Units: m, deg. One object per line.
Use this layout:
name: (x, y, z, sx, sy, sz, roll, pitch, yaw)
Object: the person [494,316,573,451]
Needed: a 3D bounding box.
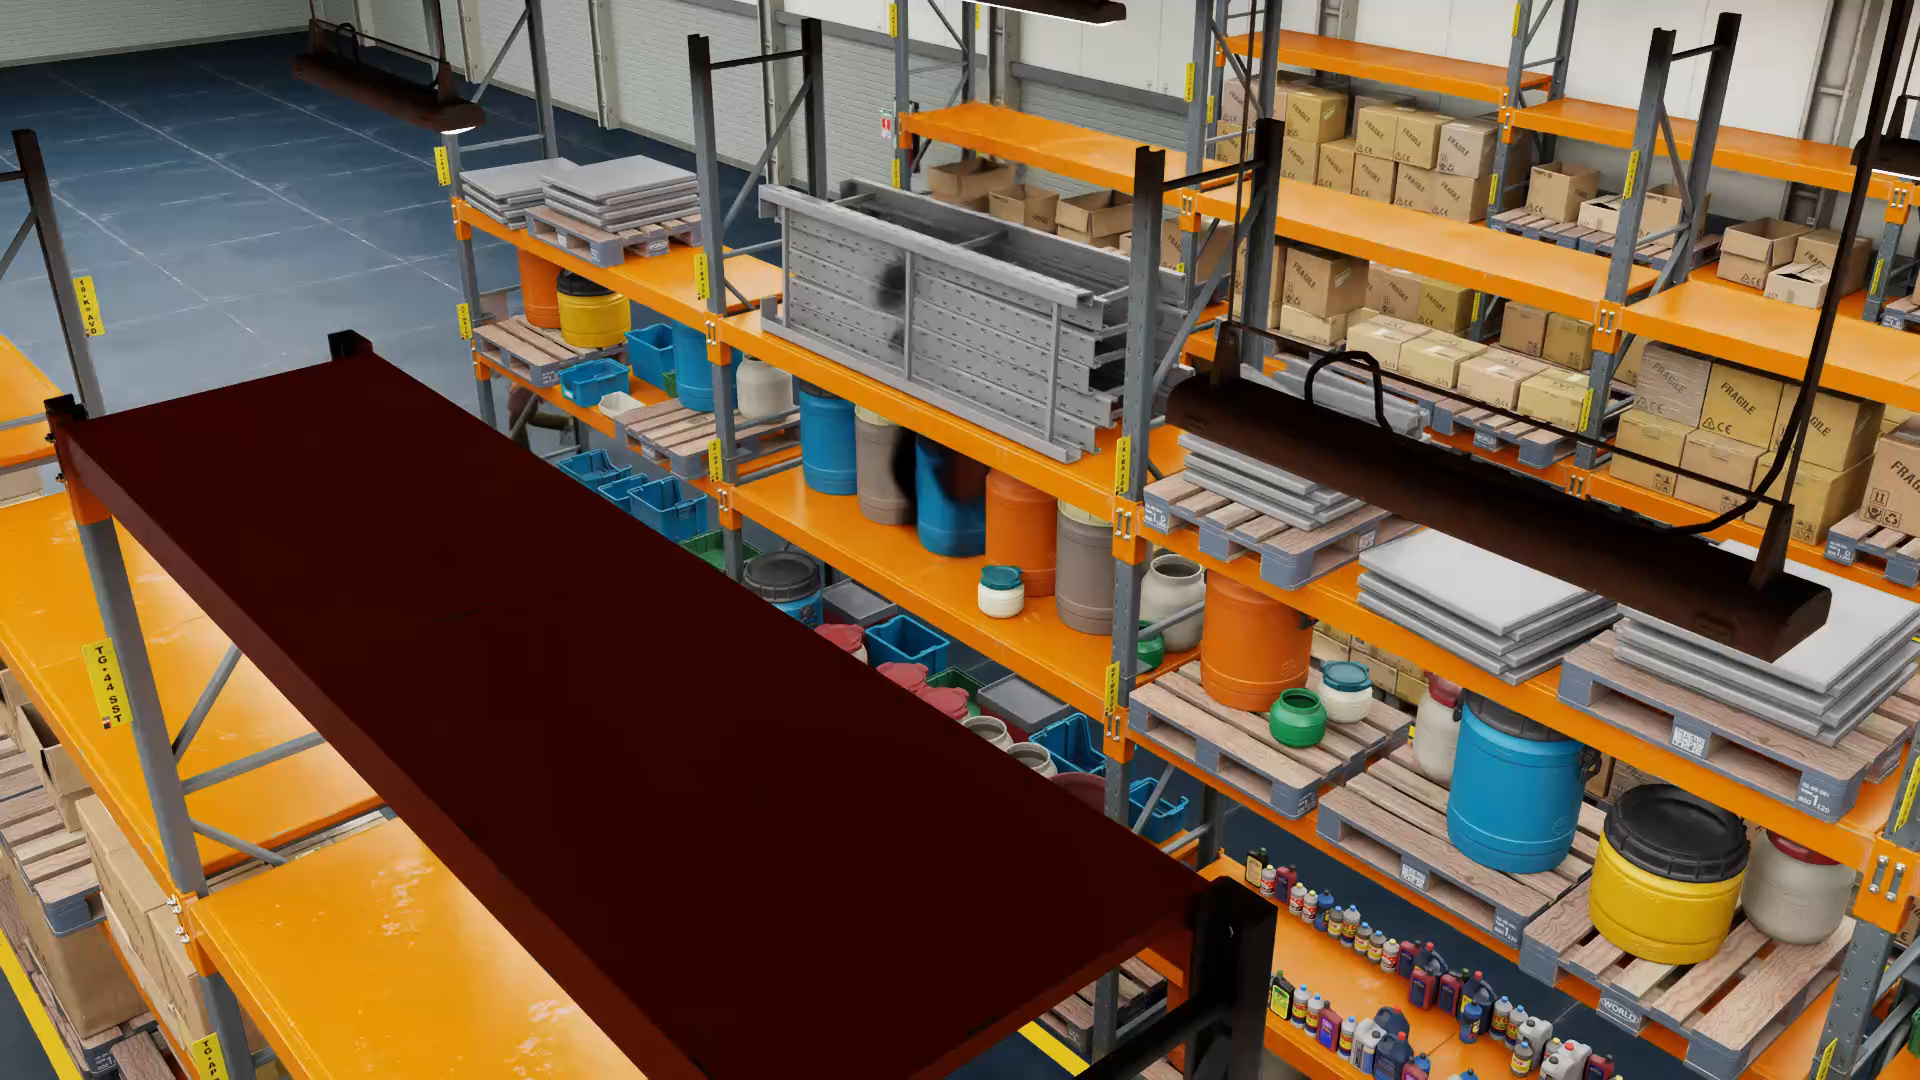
person: (-4.903, -1.718, 19.038, 0.934, 1.776, 0.718, -7, 28, -14)
